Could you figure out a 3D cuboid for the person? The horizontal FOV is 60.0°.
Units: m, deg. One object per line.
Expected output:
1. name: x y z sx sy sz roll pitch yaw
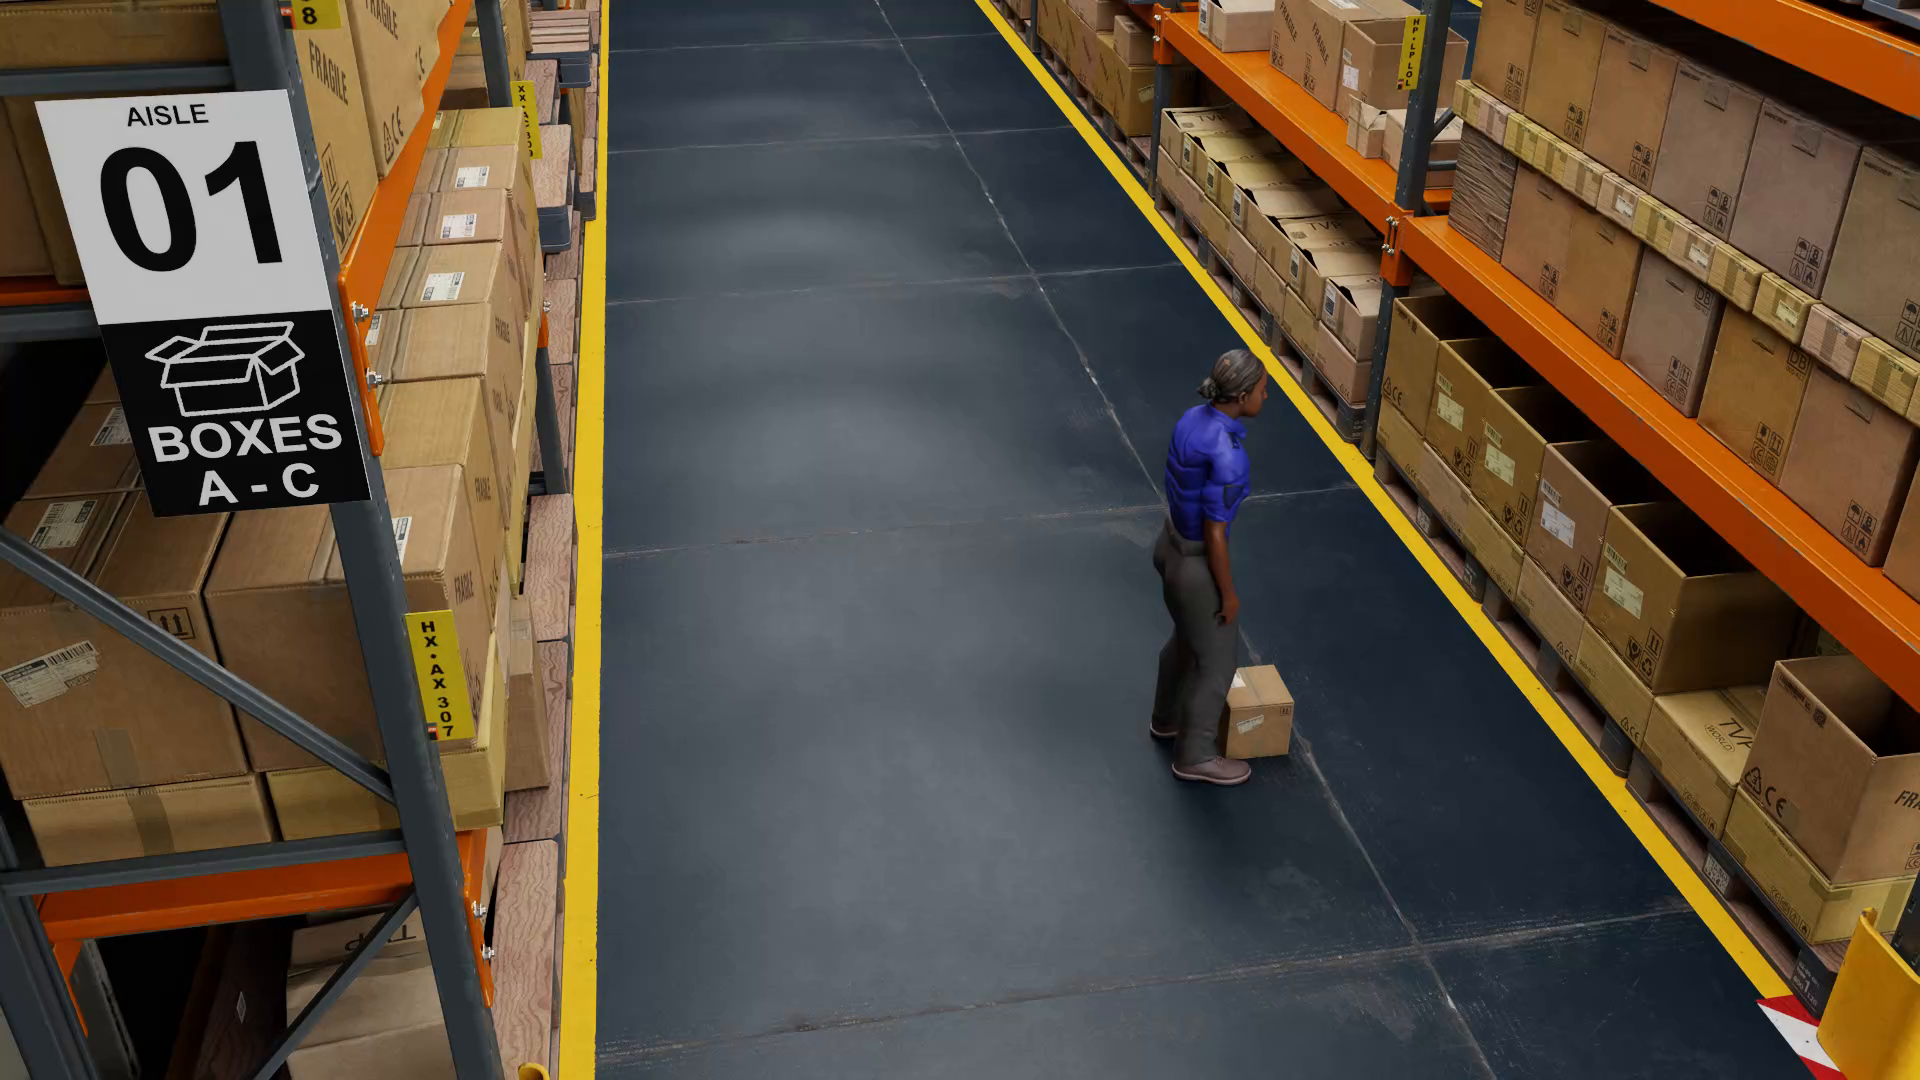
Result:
1. person: 0.886 0.091 5.986 0.350 1.654 0.503 -5 31 -9
